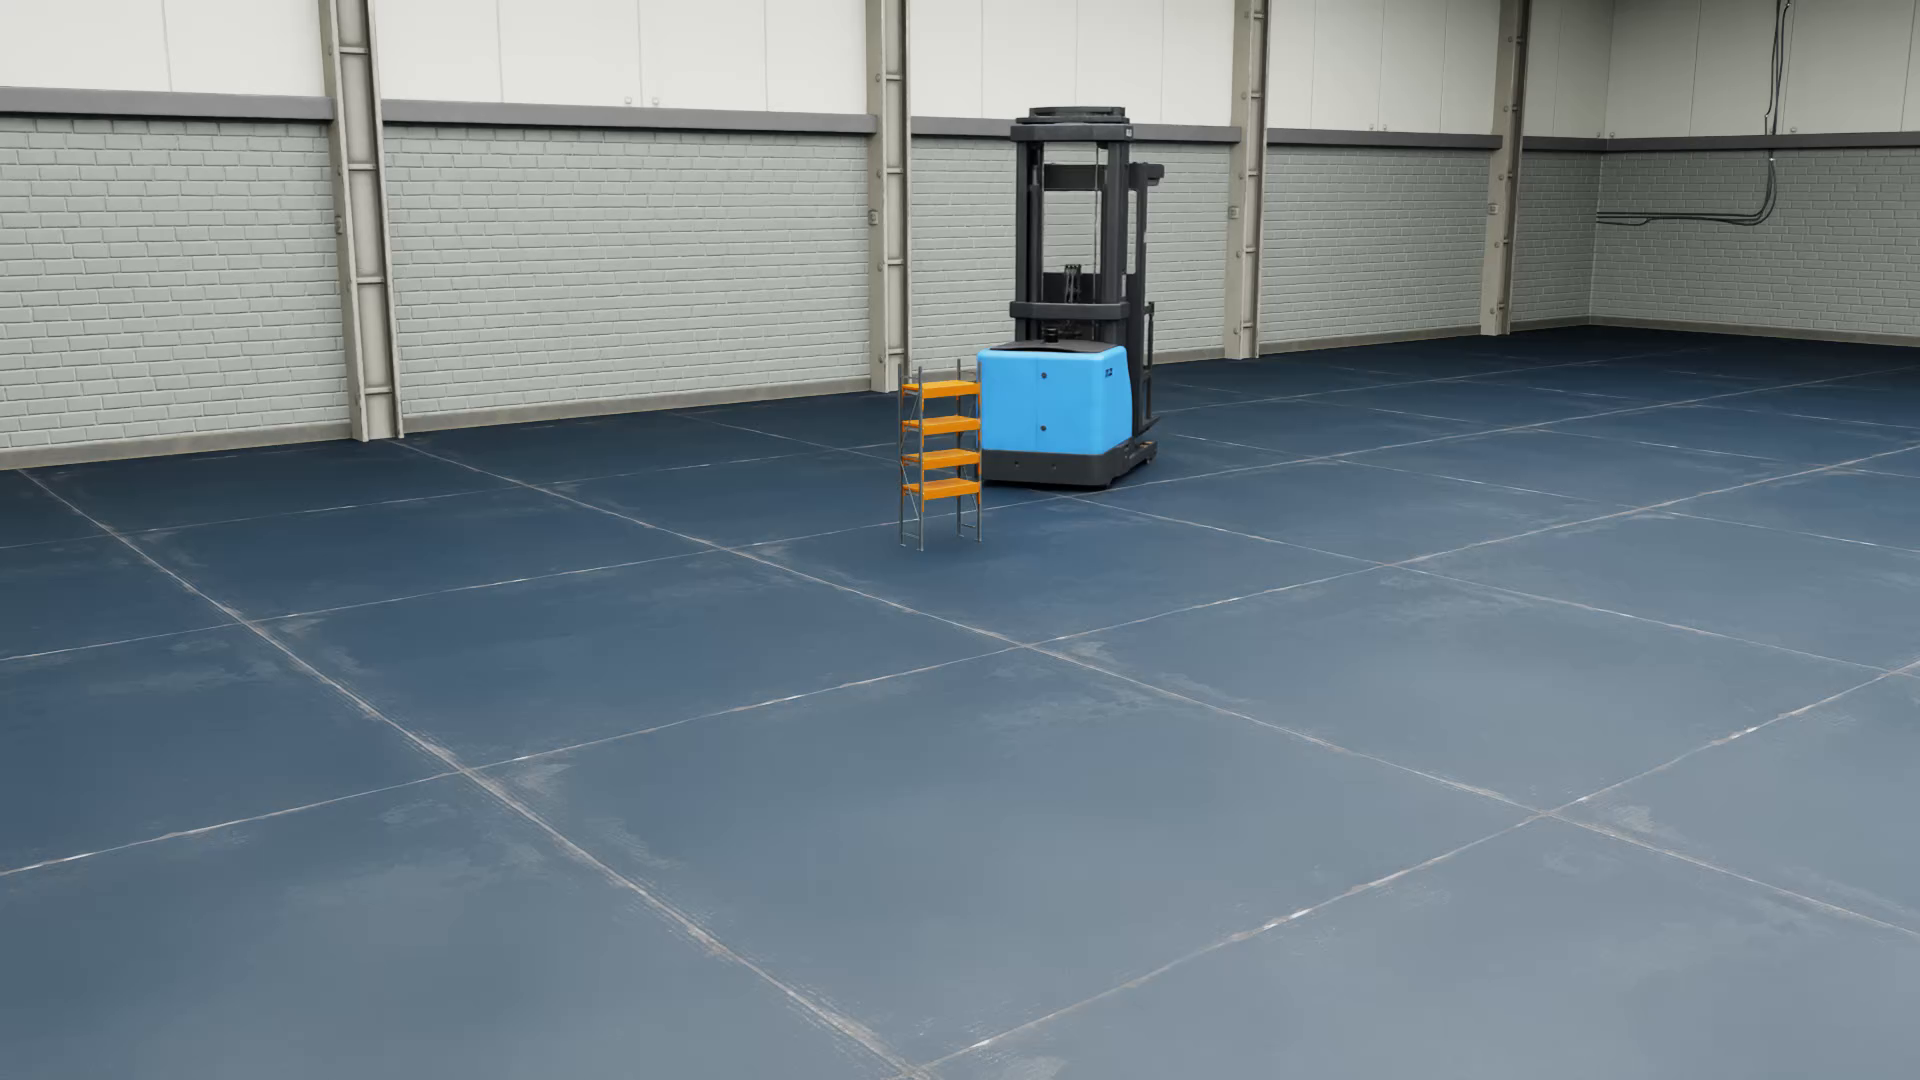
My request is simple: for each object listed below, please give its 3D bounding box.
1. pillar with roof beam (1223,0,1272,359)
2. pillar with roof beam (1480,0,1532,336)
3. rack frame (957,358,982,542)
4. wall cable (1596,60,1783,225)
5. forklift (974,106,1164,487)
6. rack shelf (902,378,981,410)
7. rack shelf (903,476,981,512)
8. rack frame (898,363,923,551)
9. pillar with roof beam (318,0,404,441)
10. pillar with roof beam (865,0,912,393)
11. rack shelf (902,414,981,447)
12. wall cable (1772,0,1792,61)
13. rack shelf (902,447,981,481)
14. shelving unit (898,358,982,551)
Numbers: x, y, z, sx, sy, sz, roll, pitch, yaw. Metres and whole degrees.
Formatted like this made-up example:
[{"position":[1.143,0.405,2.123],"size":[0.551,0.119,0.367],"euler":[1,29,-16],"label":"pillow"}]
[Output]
[{"position":[6.574,-6.226,18.783],"size":[0.400,9.000,9.100],"euler":[-9,15,-38],"label":"pillar with roof beam"},{"position":[11.259,-7.004,22.450],"size":[0.400,9.000,9.100],"euler":[-9,15,-38],"label":"pillar with roof beam"},{"position":[0.061,-0.597,11.052],"size":[0.015,1.200,0.240],"euler":[-9,15,-38],"label":"rack frame"},{"position":[11.696,-6.351,26.851],"size":[0.112,2.526,3.097],"euler":[-9,15,-38],"label":"wall cable"},{"position":[1.070,-2.105,13.987],"size":[1.130,2.935,3.031],"euler":[4,13,18],"label":"forklift"},{"position":[-0.129,-0.950,10.821],"size":[0.480,0.148,0.258],"euler":[-9,15,-38],"label":"rack shelf"},{"position":[-0.129,-0.305,10.958],"size":[0.480,0.148,0.258],"euler":[-9,15,-38],"label":"rack shelf"},{"position":[-0.320,-0.534,10.754],"size":[0.015,1.200,0.240],"euler":[-9,15,-38],"label":"rack frame"},{"position":[-2.797,-4.669,11.450],"size":[0.400,9.000,9.100],"euler":[-9,15,-38],"label":"pillar with roof beam"},{"position":[1.888,-5.447,15.117],"size":[0.400,9.000,9.100],"euler":[-9,15,-38],"label":"pillar with roof beam"},{"position":[-0.129,-0.718,10.871],"size":[0.480,0.148,0.258],"euler":[-9,15,-38],"label":"rack shelf"},{"position":[13.386,-8.383,24.260],"size":[0.112,2.526,3.097],"euler":[-9,15,-38],"label":"wall cable"},{"position":[-0.129,-0.500,10.917],"size":[0.480,0.148,0.258],"euler":[-9,15,-38],"label":"rack shelf"},{"position":[-0.129,-0.565,10.903],"size":[0.503,1.200,0.258],"euler":[-9,15,-38],"label":"shelving unit"}]
